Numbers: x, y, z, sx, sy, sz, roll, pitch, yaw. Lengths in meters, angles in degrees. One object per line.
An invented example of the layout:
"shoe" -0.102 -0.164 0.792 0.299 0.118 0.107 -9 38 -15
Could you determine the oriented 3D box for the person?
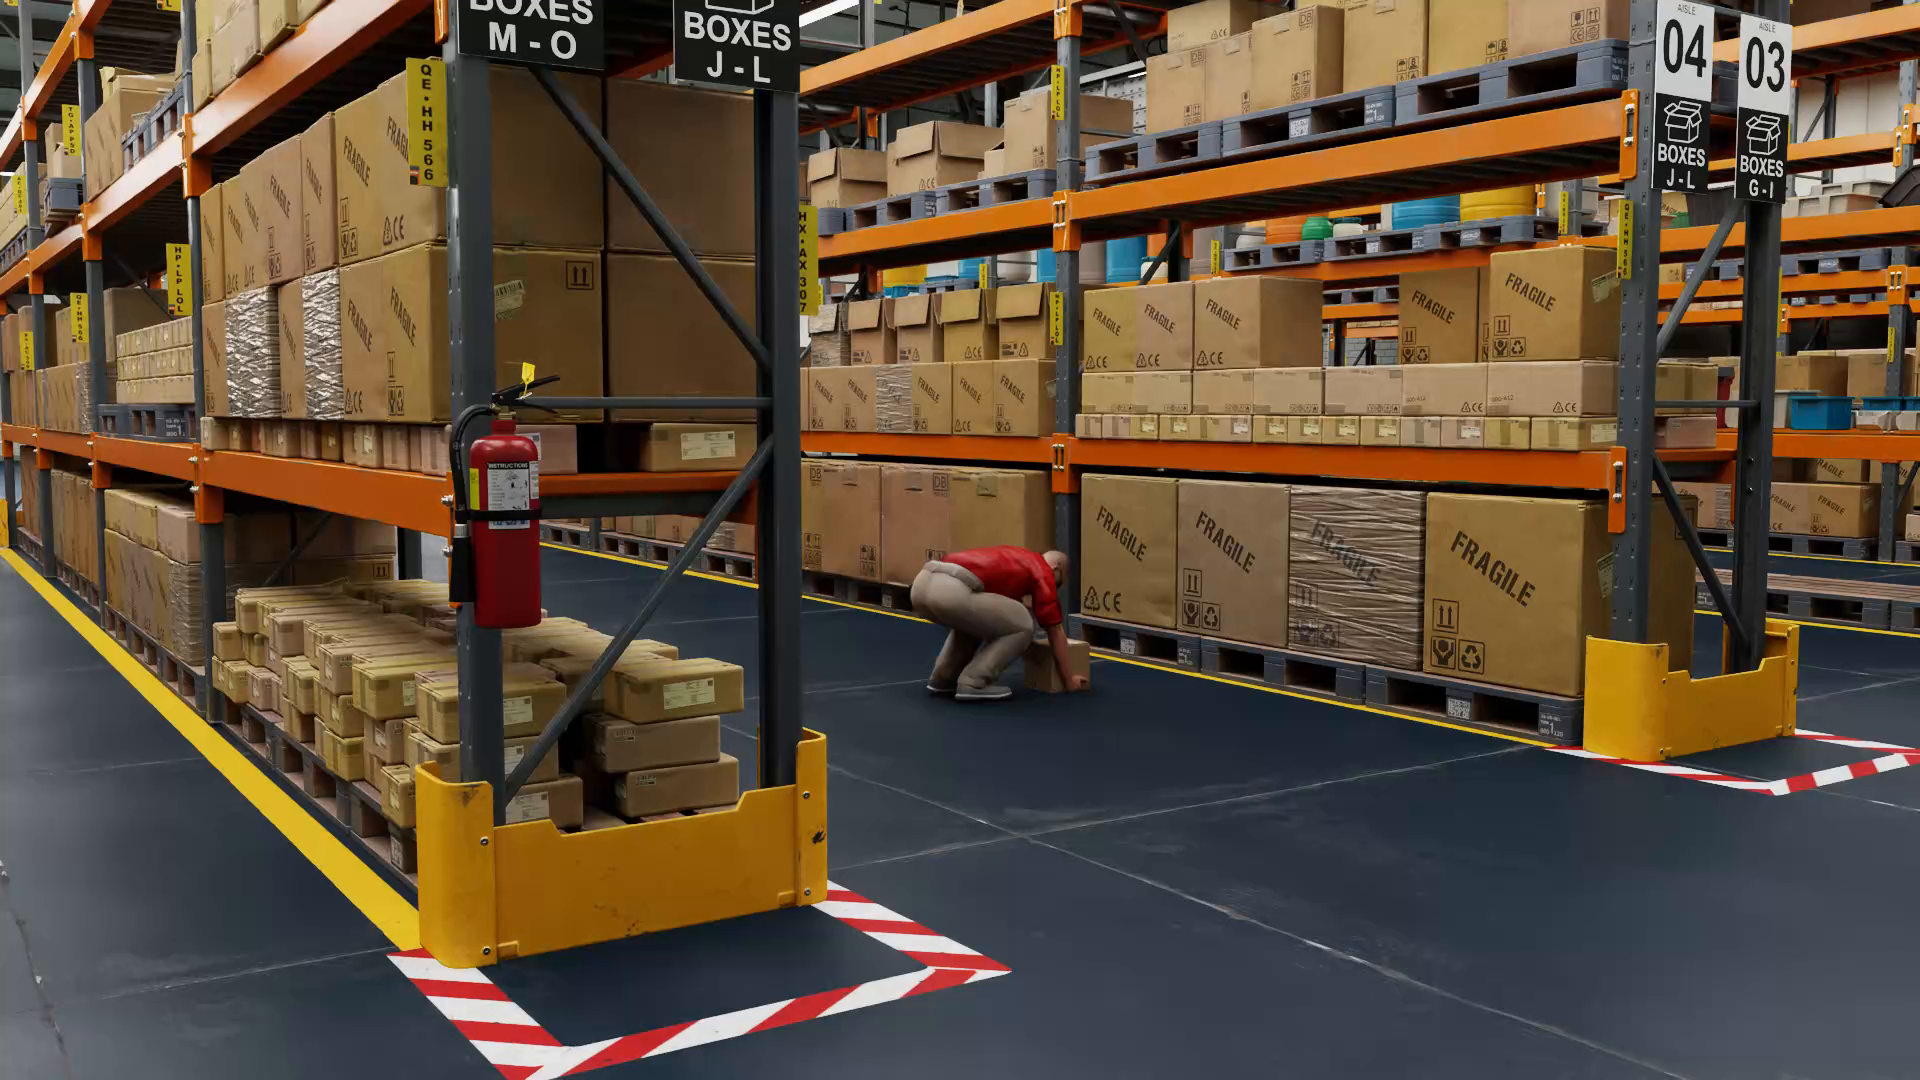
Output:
"person" 0.185 0.429 8.692 0.951 0.790 0.531 -3 6 -35
